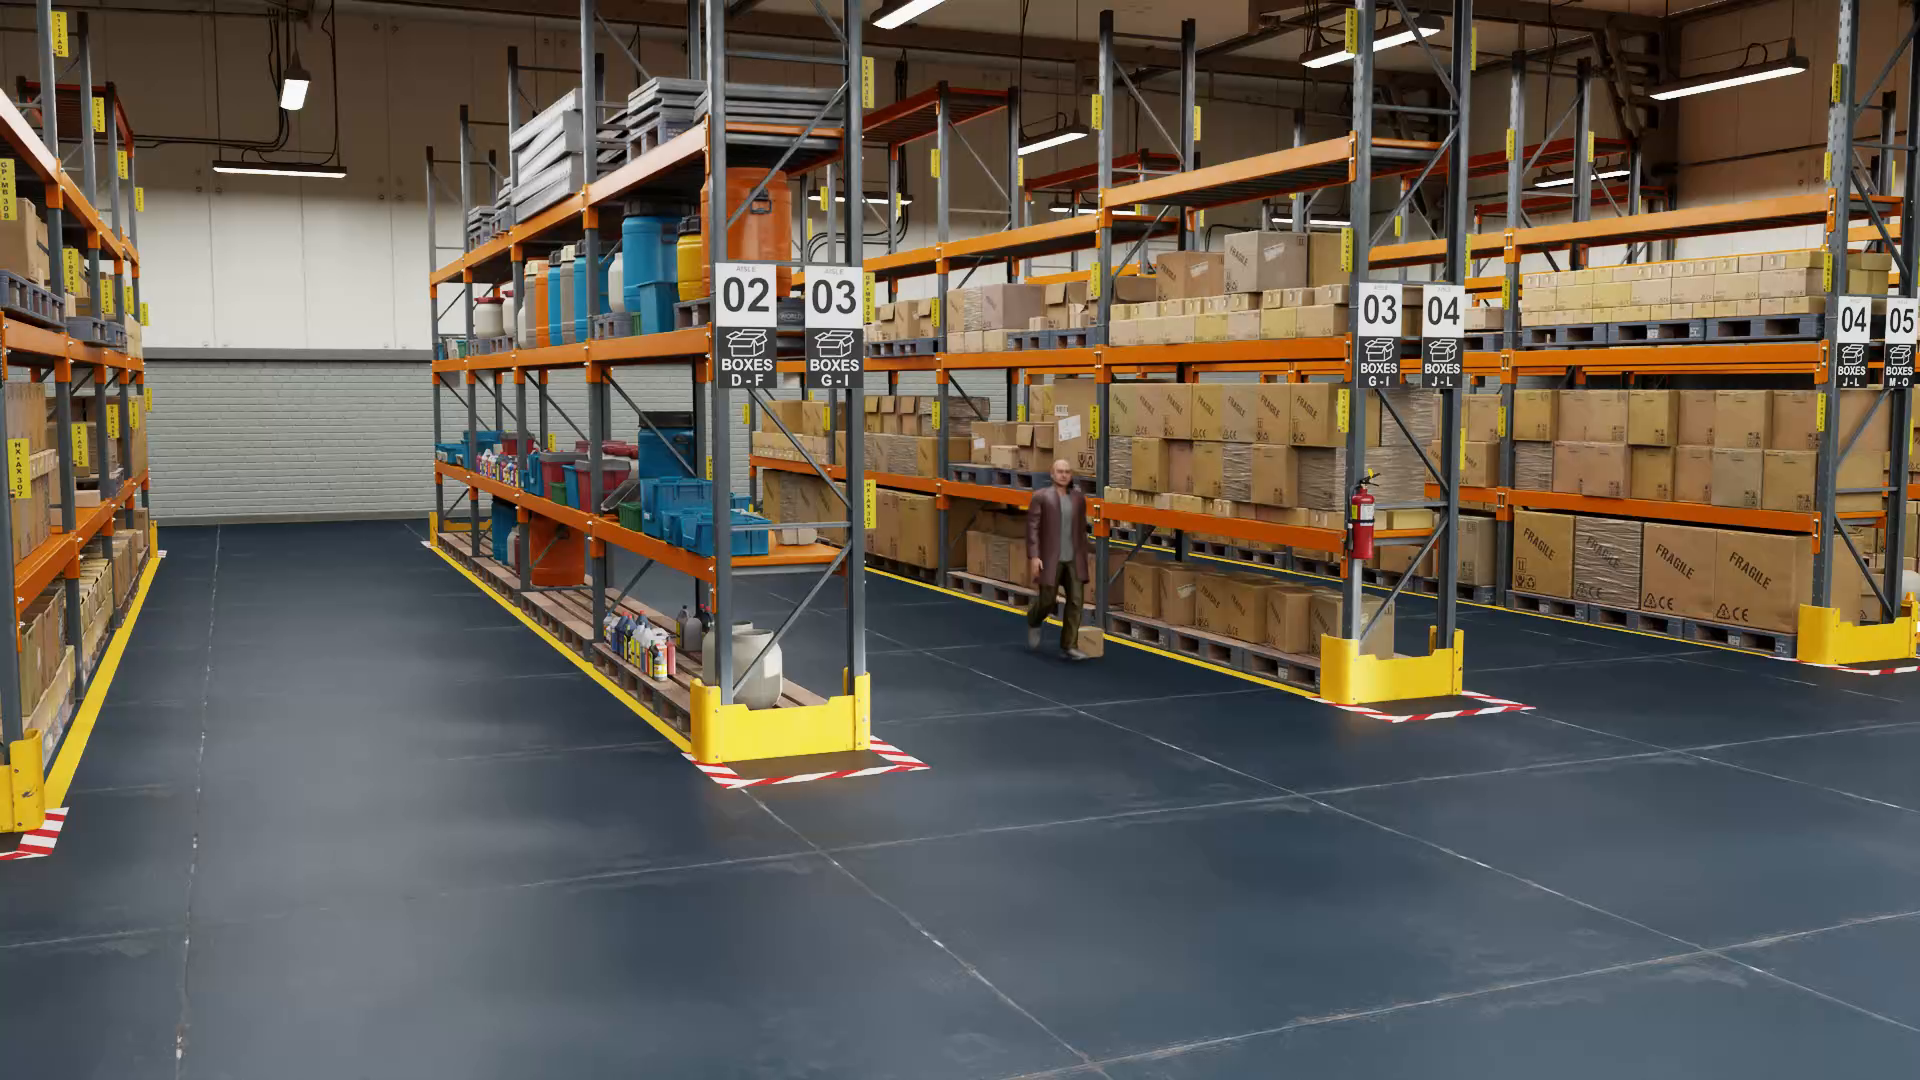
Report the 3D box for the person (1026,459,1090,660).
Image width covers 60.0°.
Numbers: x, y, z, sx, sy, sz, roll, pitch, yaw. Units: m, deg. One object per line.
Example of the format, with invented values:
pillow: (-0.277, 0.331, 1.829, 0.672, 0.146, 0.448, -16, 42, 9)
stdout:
person: (0.853, 0.160, 14.743, 0.601, 1.753, 0.815, -2, 6, -18)
